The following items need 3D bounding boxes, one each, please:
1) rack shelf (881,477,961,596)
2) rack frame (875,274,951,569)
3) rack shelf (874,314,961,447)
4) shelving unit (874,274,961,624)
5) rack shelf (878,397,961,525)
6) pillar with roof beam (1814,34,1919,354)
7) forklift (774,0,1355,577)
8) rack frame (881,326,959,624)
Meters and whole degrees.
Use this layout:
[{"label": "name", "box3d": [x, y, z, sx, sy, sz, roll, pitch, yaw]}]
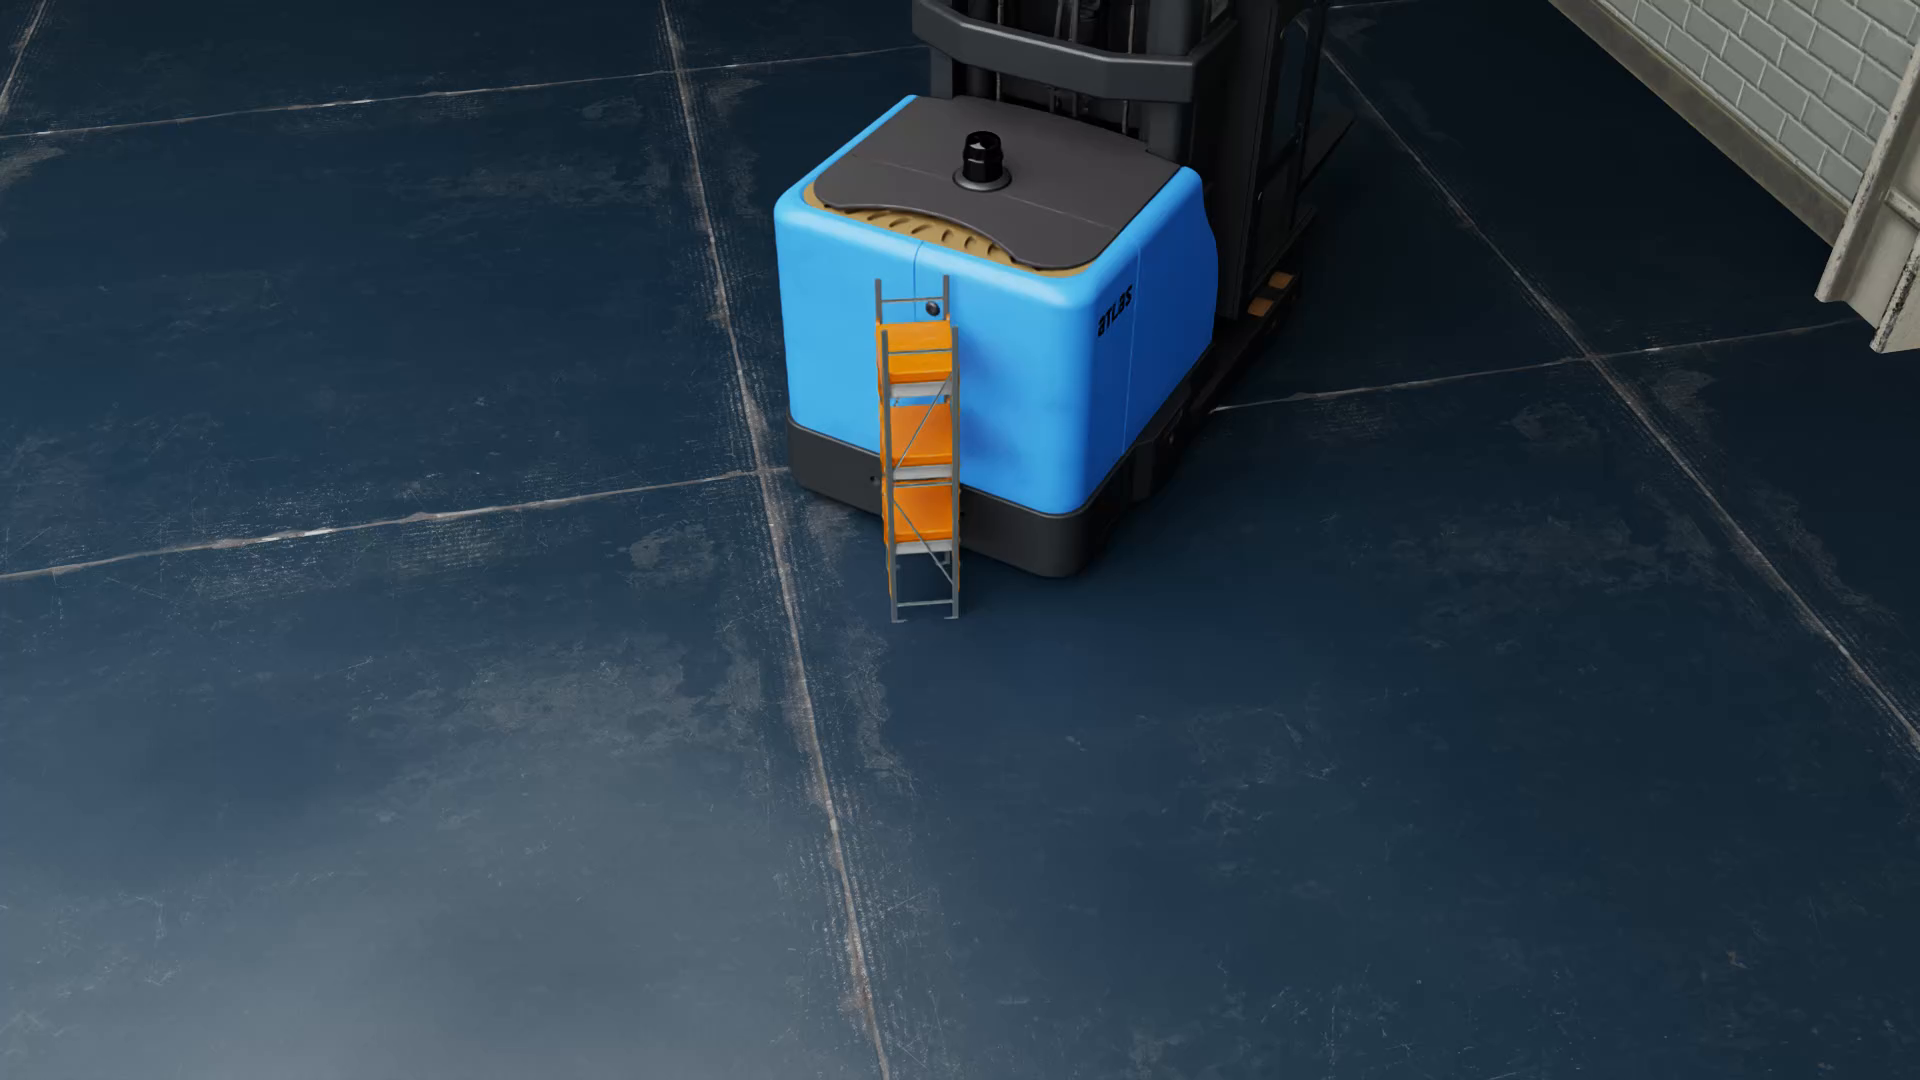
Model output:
[{"label": "rack shelf", "box3d": [-0.116, -0.017, 4.912, 0.215, 0.259, 0.240, -4, 42, -4]}, {"label": "rack frame", "box3d": [-0.129, -0.313, 4.812, 0.200, 1.050, 0.008, -4, 42, -4]}, {"label": "rack shelf", "box3d": [-0.116, -0.437, 4.540, 0.215, 0.259, 0.240, -4, 42, -4]}, {"label": "shelving unit", "box3d": [-0.116, -0.232, 4.721, 0.215, 1.050, 0.252, -4, 42, -4]}, {"label": "rack shelf", "box3d": [-0.116, -0.224, 4.728, 0.215, 0.259, 0.240, -4, 42, -4]}, {"label": "pillar with roof beam", "box3d": [-0.779, -3.573, 2.496, 9.100, 9.000, 0.400, -8, 42, -9]}, {"label": "forklift", "box3d": [0.612, -1.950, 5.238, 1.130, 2.935, 3.031, 20, 46, 22]}, {"label": "rack frame", "box3d": [-0.104, -0.152, 4.630, 0.200, 1.050, 0.008, -4, 42, -4]}]
